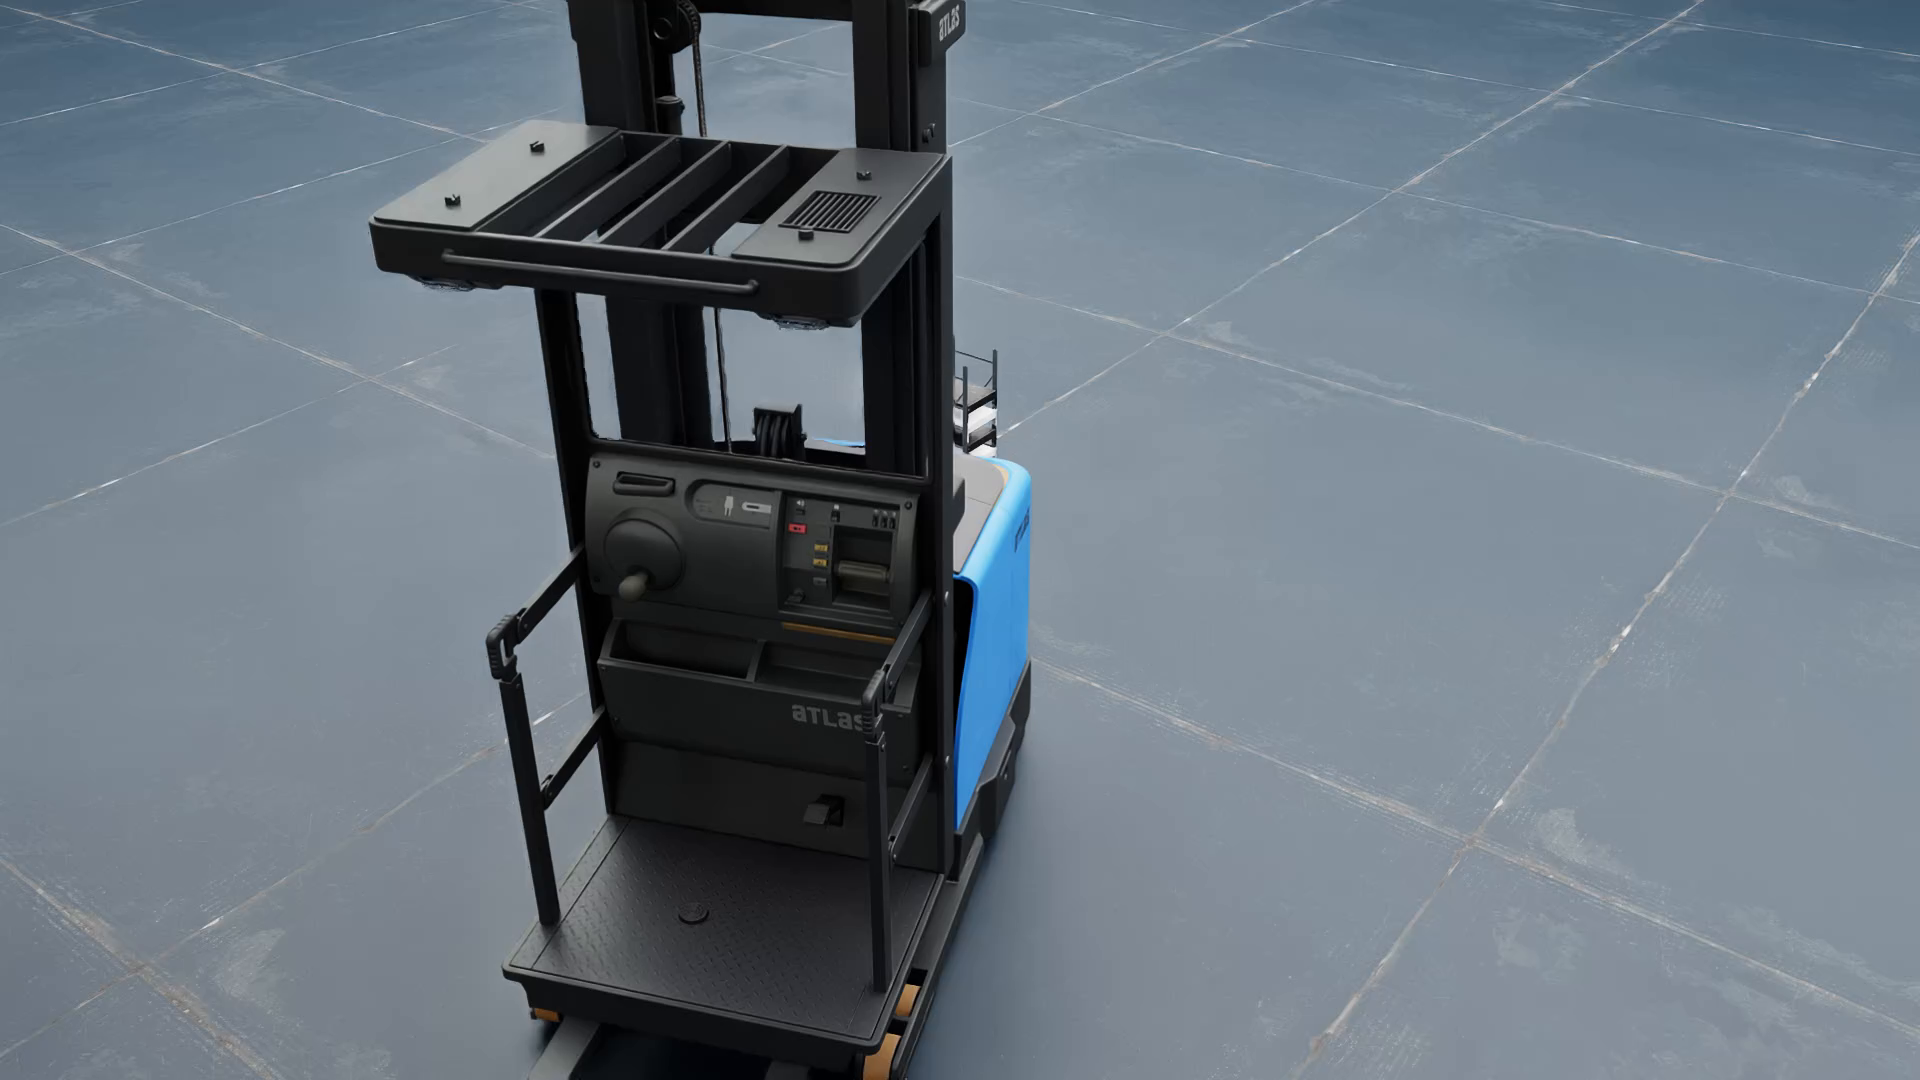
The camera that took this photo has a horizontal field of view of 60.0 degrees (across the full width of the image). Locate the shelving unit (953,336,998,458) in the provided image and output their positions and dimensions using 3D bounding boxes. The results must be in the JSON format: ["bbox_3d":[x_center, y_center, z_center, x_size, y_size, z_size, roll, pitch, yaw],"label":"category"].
[{"bbox_3d":[-0.005,-0.384,7.015,0.258,0.900,0.210,21,37,31],"label":"shelving unit"}]

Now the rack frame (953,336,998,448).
[{"bbox_3d":[0.056,-0.425,7.085,0.240,0.900,0.006,21,37,31],"label":"rack frame"}]

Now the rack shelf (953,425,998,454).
[{"bbox_3d":[-0.005,-0.433,6.986,0.258,0.077,0.200,21,37,31],"label":"rack shelf"}]

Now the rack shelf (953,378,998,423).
[{"bbox_3d":[-0.005,-0.587,6.894,0.258,0.077,0.200,21,37,31],"label":"rack shelf"}]

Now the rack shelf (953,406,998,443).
[{"bbox_3d":[-0.005,-0.510,6.940,0.258,0.077,0.200,21,37,31],"label":"rack shelf"}]

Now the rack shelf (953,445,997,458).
[{"bbox_3d":[-0.005,-0.355,7.032,0.258,0.077,0.200,21,37,31],"label":"rack shelf"}]

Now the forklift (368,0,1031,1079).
[{"bbox_3d":[-0.619,0.060,4.274,1.130,2.935,3.031,8,32,13],"label":"forklift"}]

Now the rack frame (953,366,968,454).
[{"bbox_3d":[-0.066,-0.343,6.945,0.240,0.900,0.006,21,37,31],"label":"rack frame"}]
